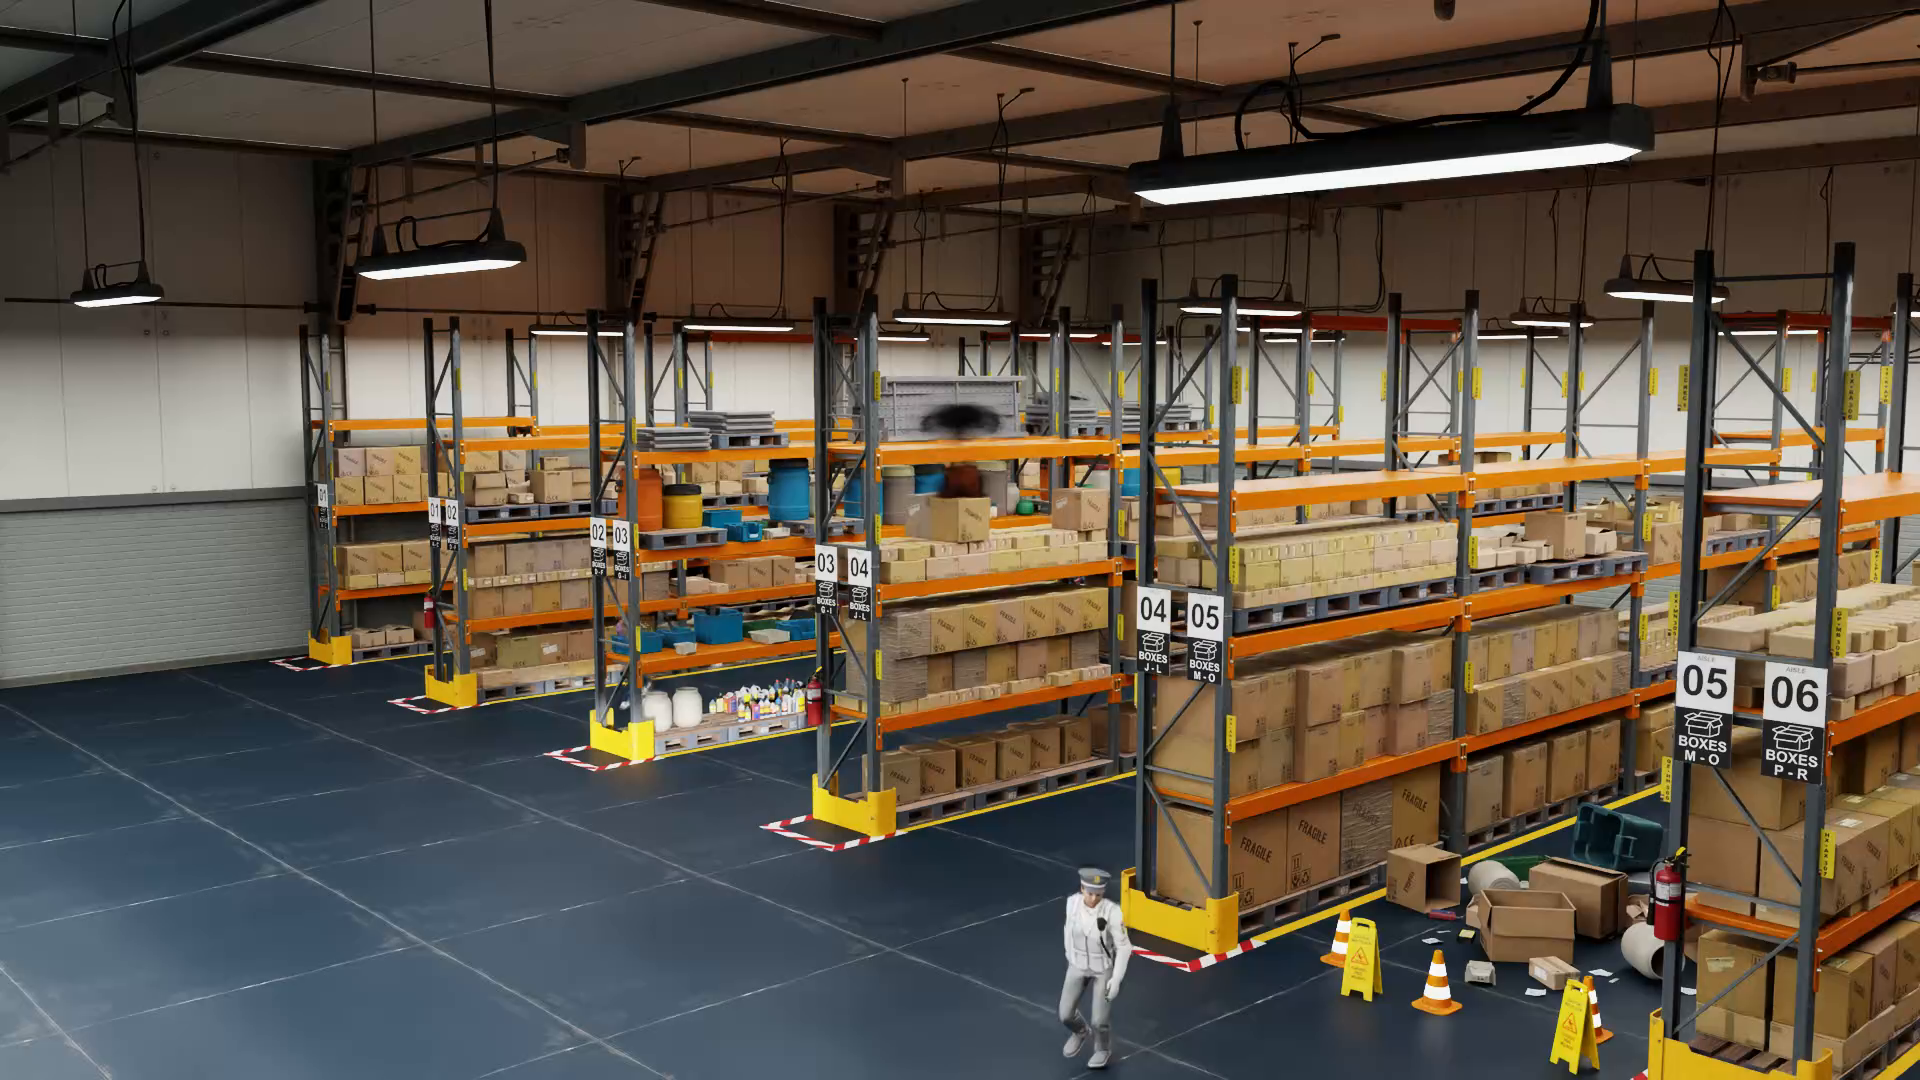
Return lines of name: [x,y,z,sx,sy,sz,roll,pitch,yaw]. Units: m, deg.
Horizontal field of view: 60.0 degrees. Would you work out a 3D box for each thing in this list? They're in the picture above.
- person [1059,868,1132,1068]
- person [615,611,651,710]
person: [0.988,3.139,12.193,0.587,1.574,0.620,2,6,22]
person: [-5.038,1.818,25.820,0.569,1.549,0.917,2,6,15]
